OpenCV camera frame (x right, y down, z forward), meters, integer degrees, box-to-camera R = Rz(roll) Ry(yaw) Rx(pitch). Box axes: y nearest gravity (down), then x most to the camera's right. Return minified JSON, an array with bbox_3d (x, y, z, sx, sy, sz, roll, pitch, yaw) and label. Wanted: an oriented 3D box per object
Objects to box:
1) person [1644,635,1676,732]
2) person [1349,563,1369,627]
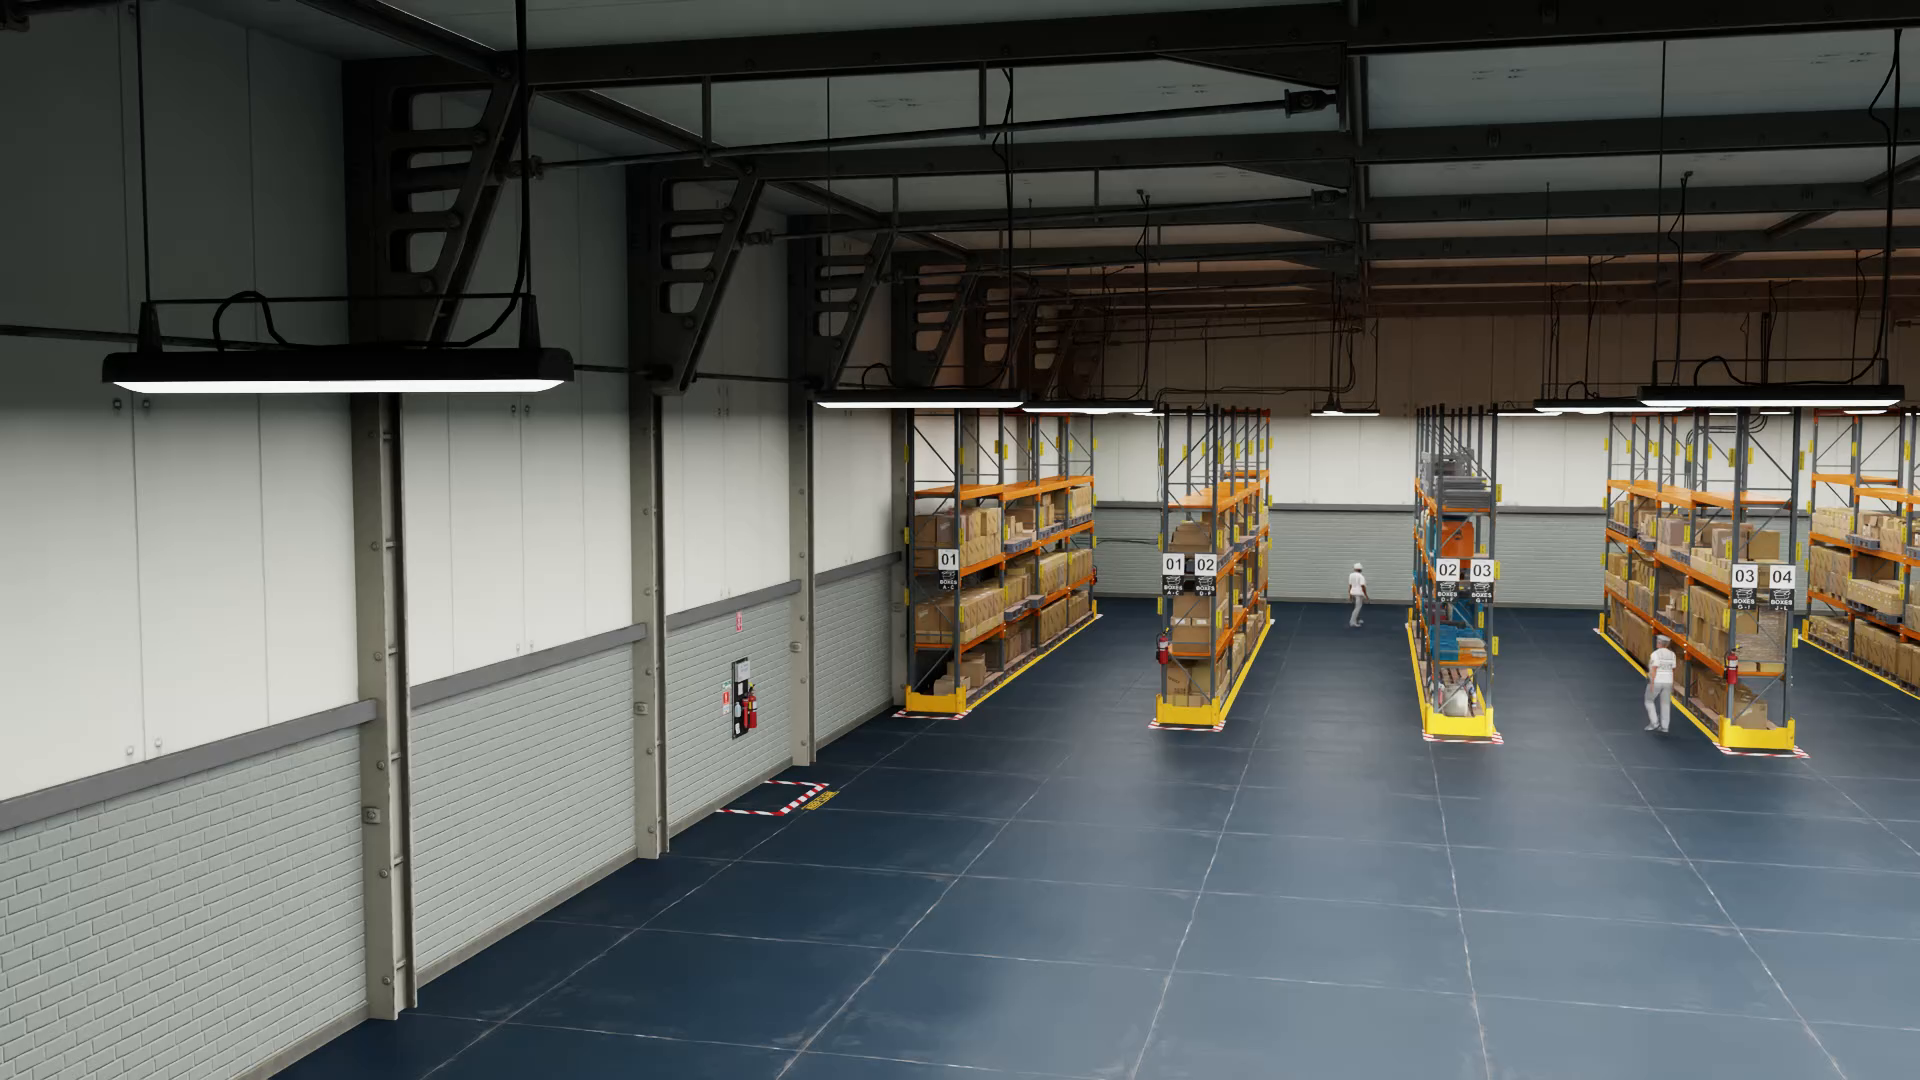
[{"bbox_3d":[12.831,2.639,30.387,0.542,1.796,0.507,0,4,-1],"label":"person"},{"bbox_3d":[10.951,1.515,45.785,0.716,1.764,0.598,-2,4,-21],"label":"person"}]
